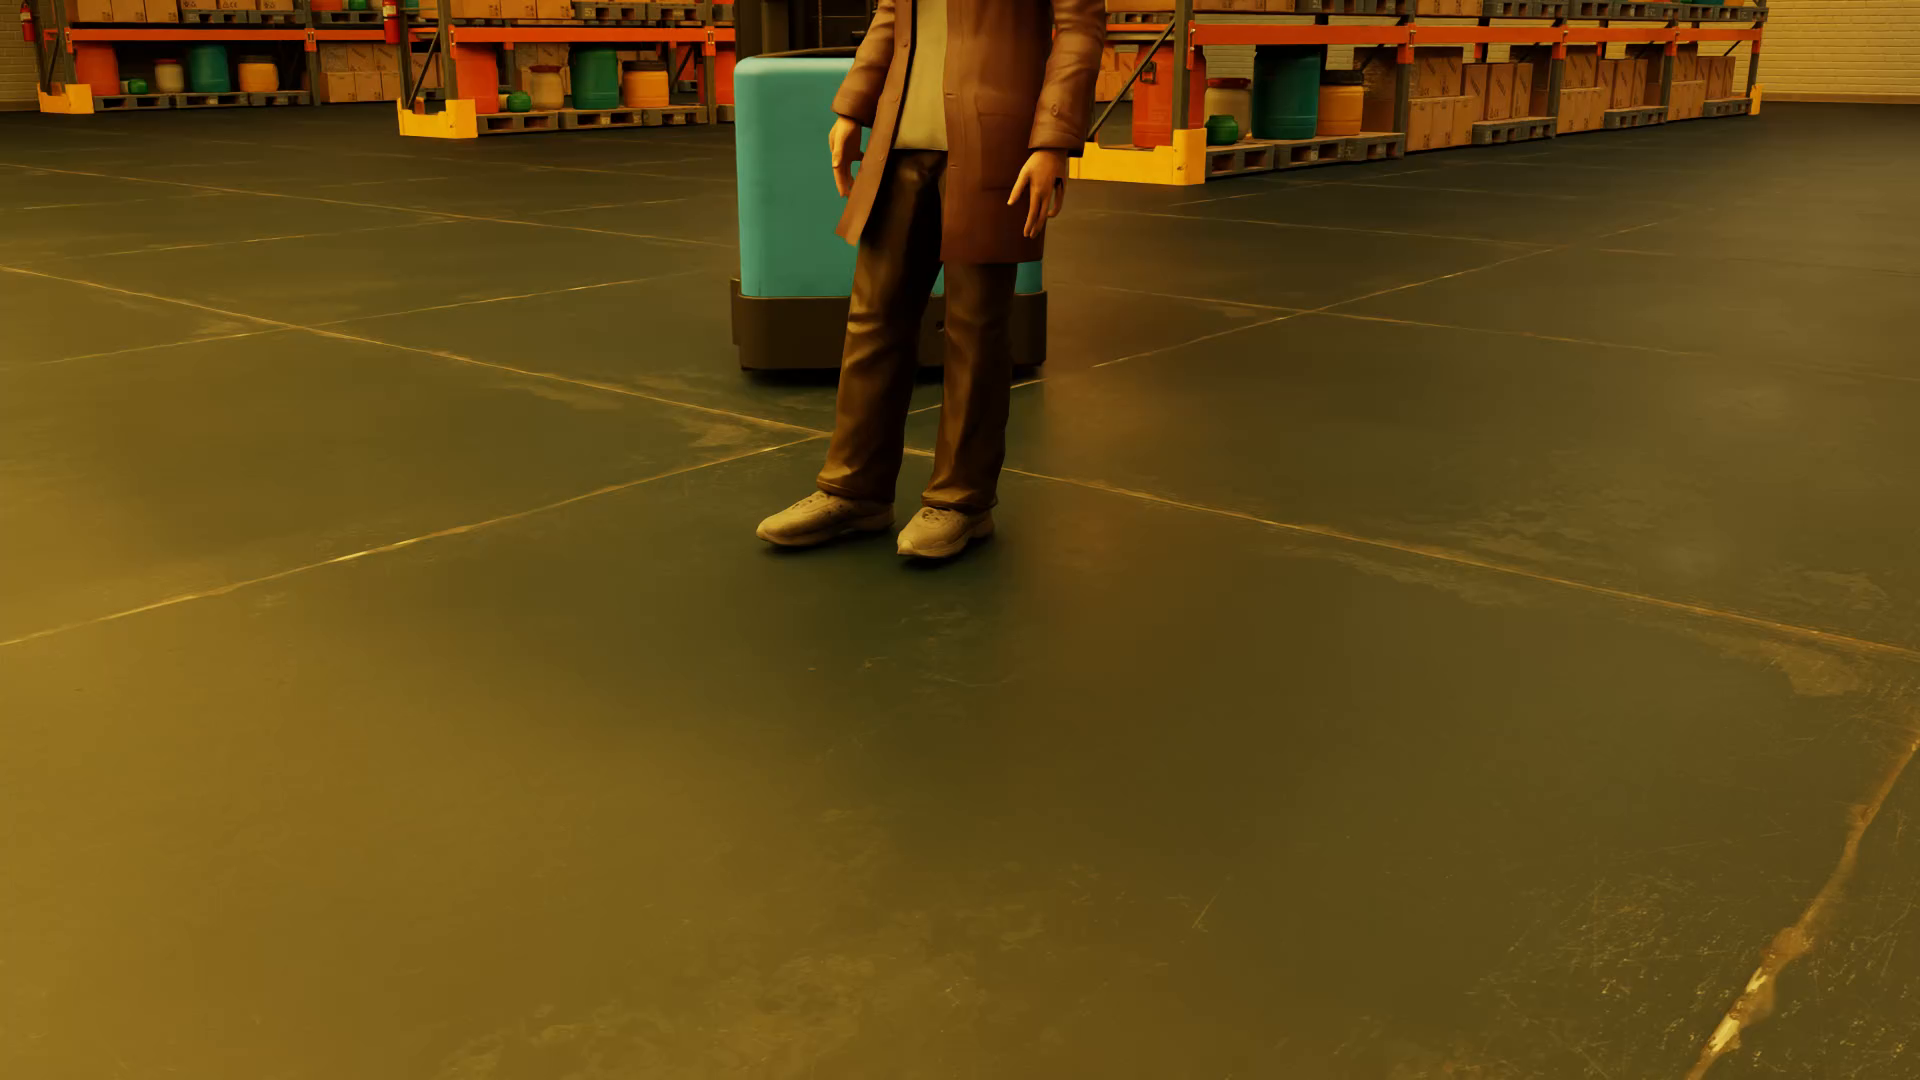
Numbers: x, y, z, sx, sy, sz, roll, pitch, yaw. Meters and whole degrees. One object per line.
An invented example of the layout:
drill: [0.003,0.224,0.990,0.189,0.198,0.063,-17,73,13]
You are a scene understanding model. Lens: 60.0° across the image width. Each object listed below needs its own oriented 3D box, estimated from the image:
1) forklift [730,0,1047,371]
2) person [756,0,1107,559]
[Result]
forklift: [-0.358,-2.354,6.649,1.130,2.935,3.031,-2,17,-5]
person: [-0.062,-0.838,3.618,0.696,1.776,0.582,13,21,37]
